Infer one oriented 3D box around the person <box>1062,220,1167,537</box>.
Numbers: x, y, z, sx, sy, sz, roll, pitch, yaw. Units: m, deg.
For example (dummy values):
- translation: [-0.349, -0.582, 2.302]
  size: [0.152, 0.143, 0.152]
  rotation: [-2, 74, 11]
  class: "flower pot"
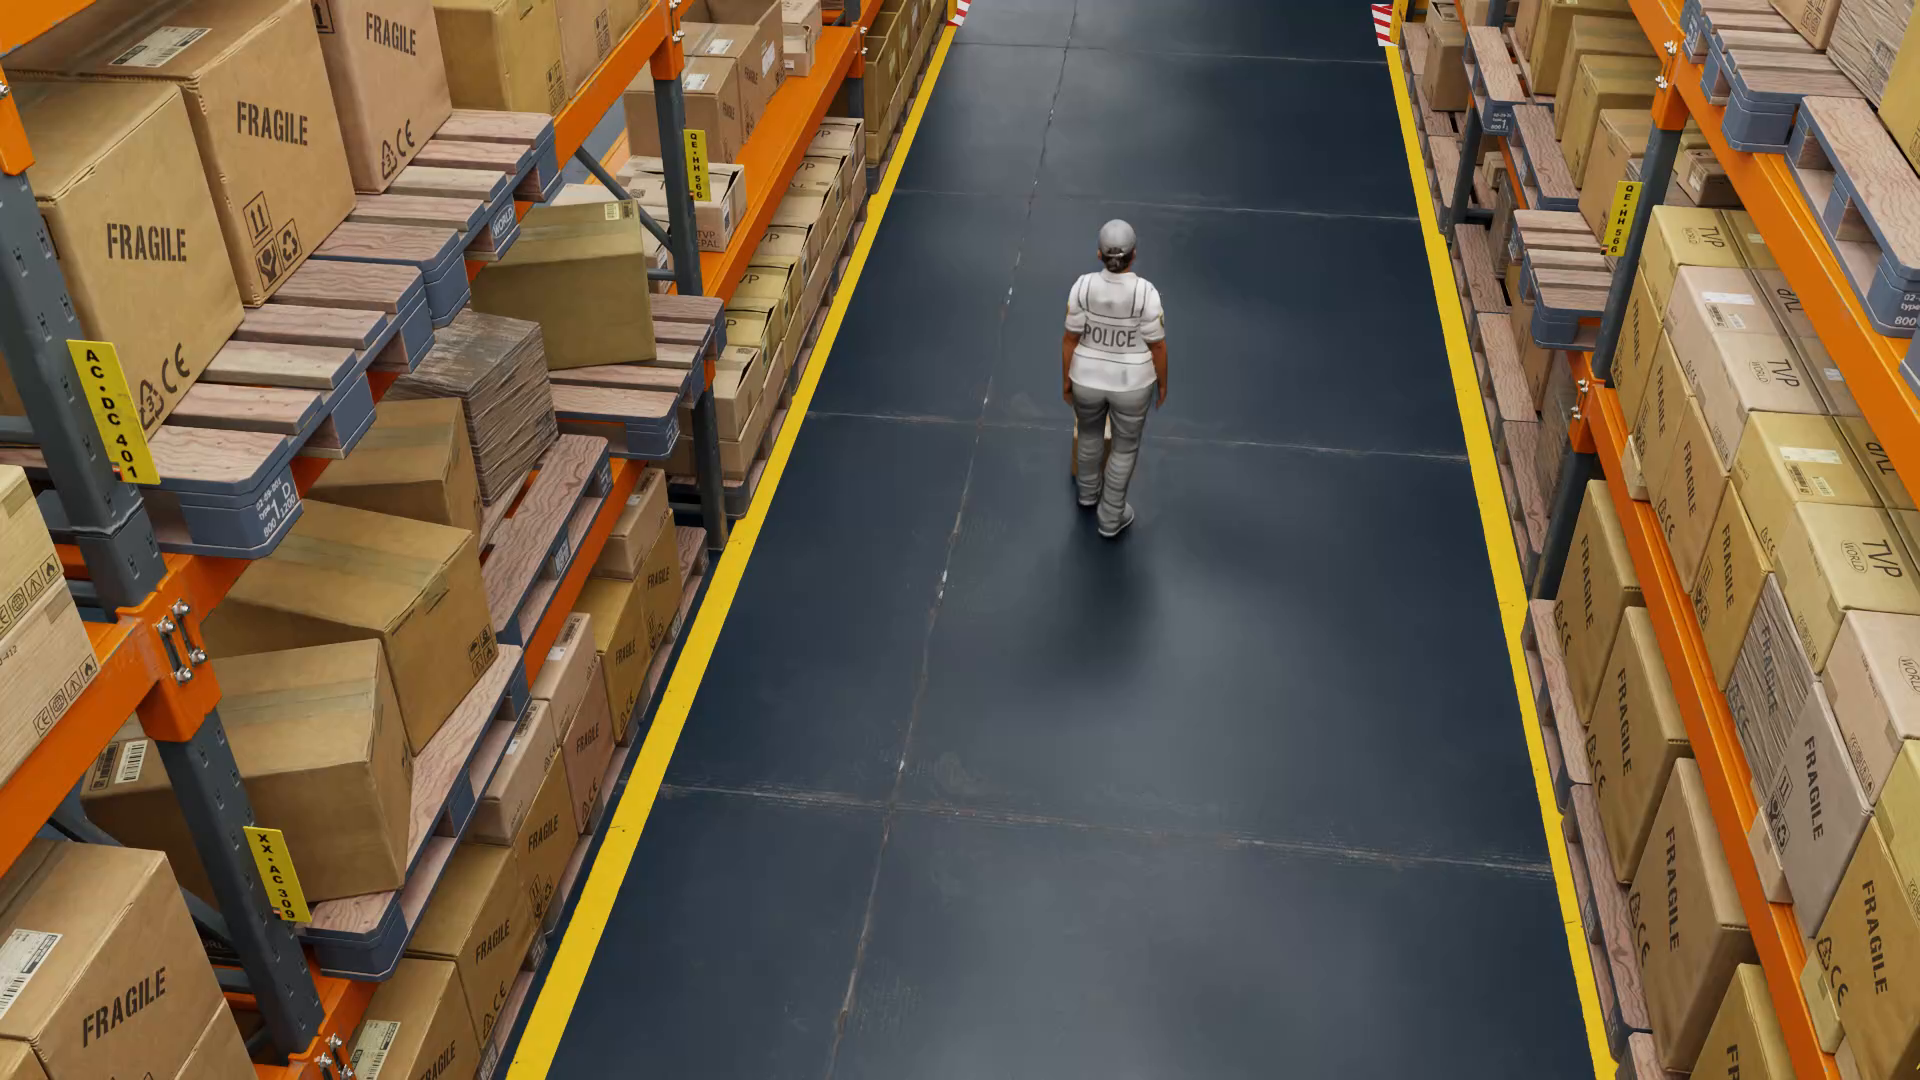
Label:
- translation: [0.778, -0.804, 8.134]
  size: [0.502, 1.687, 0.539]
  rotation: [13, 38, 17]
  class: "person"
